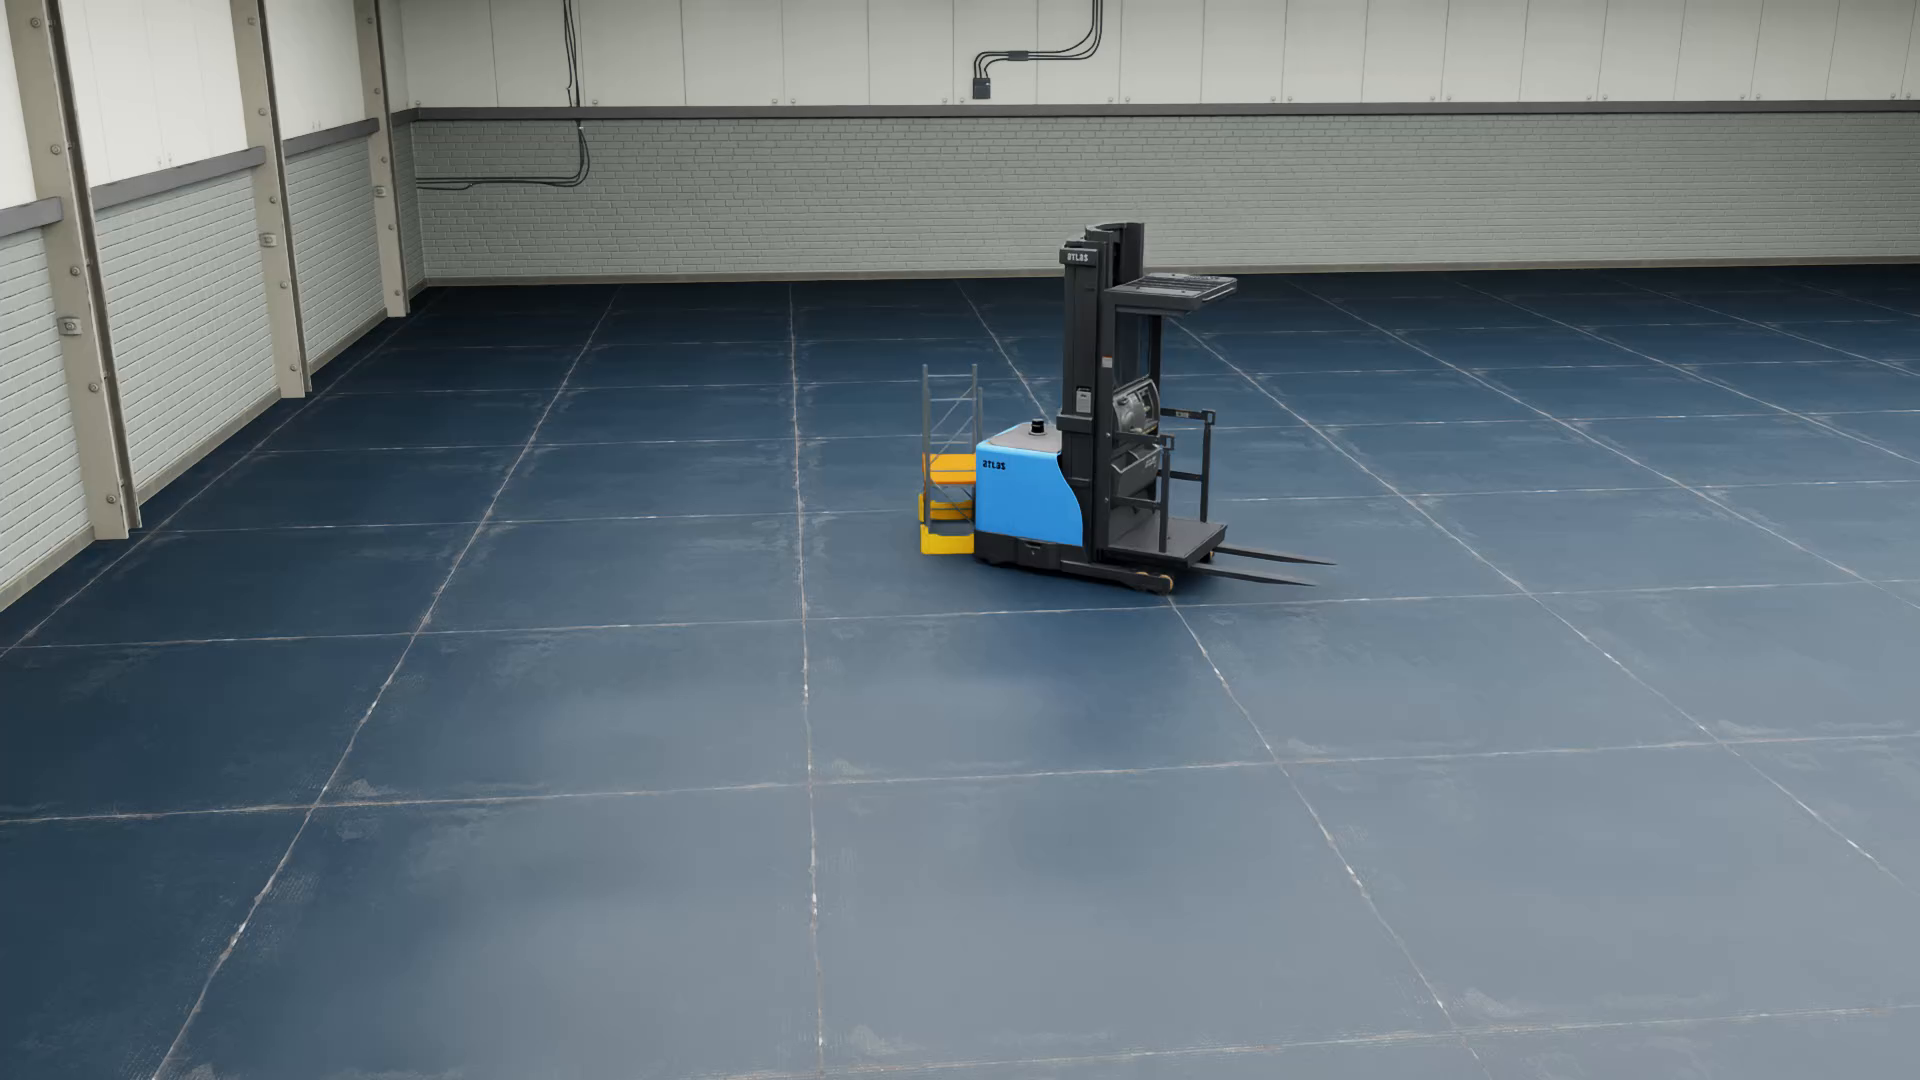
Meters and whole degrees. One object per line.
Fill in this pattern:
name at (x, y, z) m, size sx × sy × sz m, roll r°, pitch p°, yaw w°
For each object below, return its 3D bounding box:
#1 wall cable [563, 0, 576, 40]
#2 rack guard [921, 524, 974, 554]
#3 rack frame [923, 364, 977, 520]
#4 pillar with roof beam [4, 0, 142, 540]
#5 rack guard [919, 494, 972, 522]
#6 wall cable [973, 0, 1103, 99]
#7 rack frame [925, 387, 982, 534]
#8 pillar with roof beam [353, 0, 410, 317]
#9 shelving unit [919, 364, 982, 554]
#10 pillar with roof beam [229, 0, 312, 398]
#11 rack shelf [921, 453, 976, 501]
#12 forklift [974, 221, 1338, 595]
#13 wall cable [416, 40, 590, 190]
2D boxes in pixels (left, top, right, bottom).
wall cable at (-5.371, -9.865, 28.400) m, size 3.097 × 2.526 × 0.112 m, roll -2°, pitch 18°, yaw -6°
rack guard at (-0.055, -0.012, 14.870) m, size 0.587 × 0.250 × 0.087 m, roll -1°, pitch 17°, yaw -2°
rack frame at (-0.095, -0.912, 15.651) m, size 0.500 × 1.500 × 0.032 m, roll -1°, pitch 17°, yaw -2°
pillar with roof beam at (-3.553, -4.492, 14.535) m, size 9.100 × 9.000 × 0.400 m, roll -2°, pitch 18°, yaw -6°
rack guard at (-0.094, -0.310, 15.820) m, size 0.587 × 0.250 × 0.087 m, roll -1°, pitch 17°, yaw -2°
wall cable at (1.383, -10.764, 28.835) m, size 2.305 × 6.003 × 0.169 m, roll -2°, pitch 18°, yaw -6°
rack frame at (-0.055, -0.608, 14.682) m, size 0.500 × 1.500 × 0.032 m, roll -1°, pitch 17°, yaw -2°
pillar with roof beam at (-4.791, -8.067, 25.923) m, size 9.100 × 9.000 × 0.400 m, roll -2°, pitch 18°, yaw -6°
shelving unit at (-0.075, -0.757, 15.158) m, size 0.587 × 1.500 × 1.083 m, roll -1°, pitch 17°, yaw -2°
pillar with roof beam at (-4.172, -6.280, 20.229) m, size 9.100 × 9.000 × 0.400 m, roll -2°, pitch 18°, yaw -6°
rack shelf at (-0.075, -0.588, 15.220) m, size 0.538 × 0.185 × 1.000 m, roll -1°, pitch 17°, yaw -2°
forklift at (1.668, -1.122, 13.932) m, size 3.031 × 2.935 × 1.130 m, roll 9°, pitch 20°, yaw 26°
wall cable at (-8.062, -7.371, 28.890) m, size 3.097 × 2.526 × 0.112 m, roll -2°, pitch 18°, yaw -6°
